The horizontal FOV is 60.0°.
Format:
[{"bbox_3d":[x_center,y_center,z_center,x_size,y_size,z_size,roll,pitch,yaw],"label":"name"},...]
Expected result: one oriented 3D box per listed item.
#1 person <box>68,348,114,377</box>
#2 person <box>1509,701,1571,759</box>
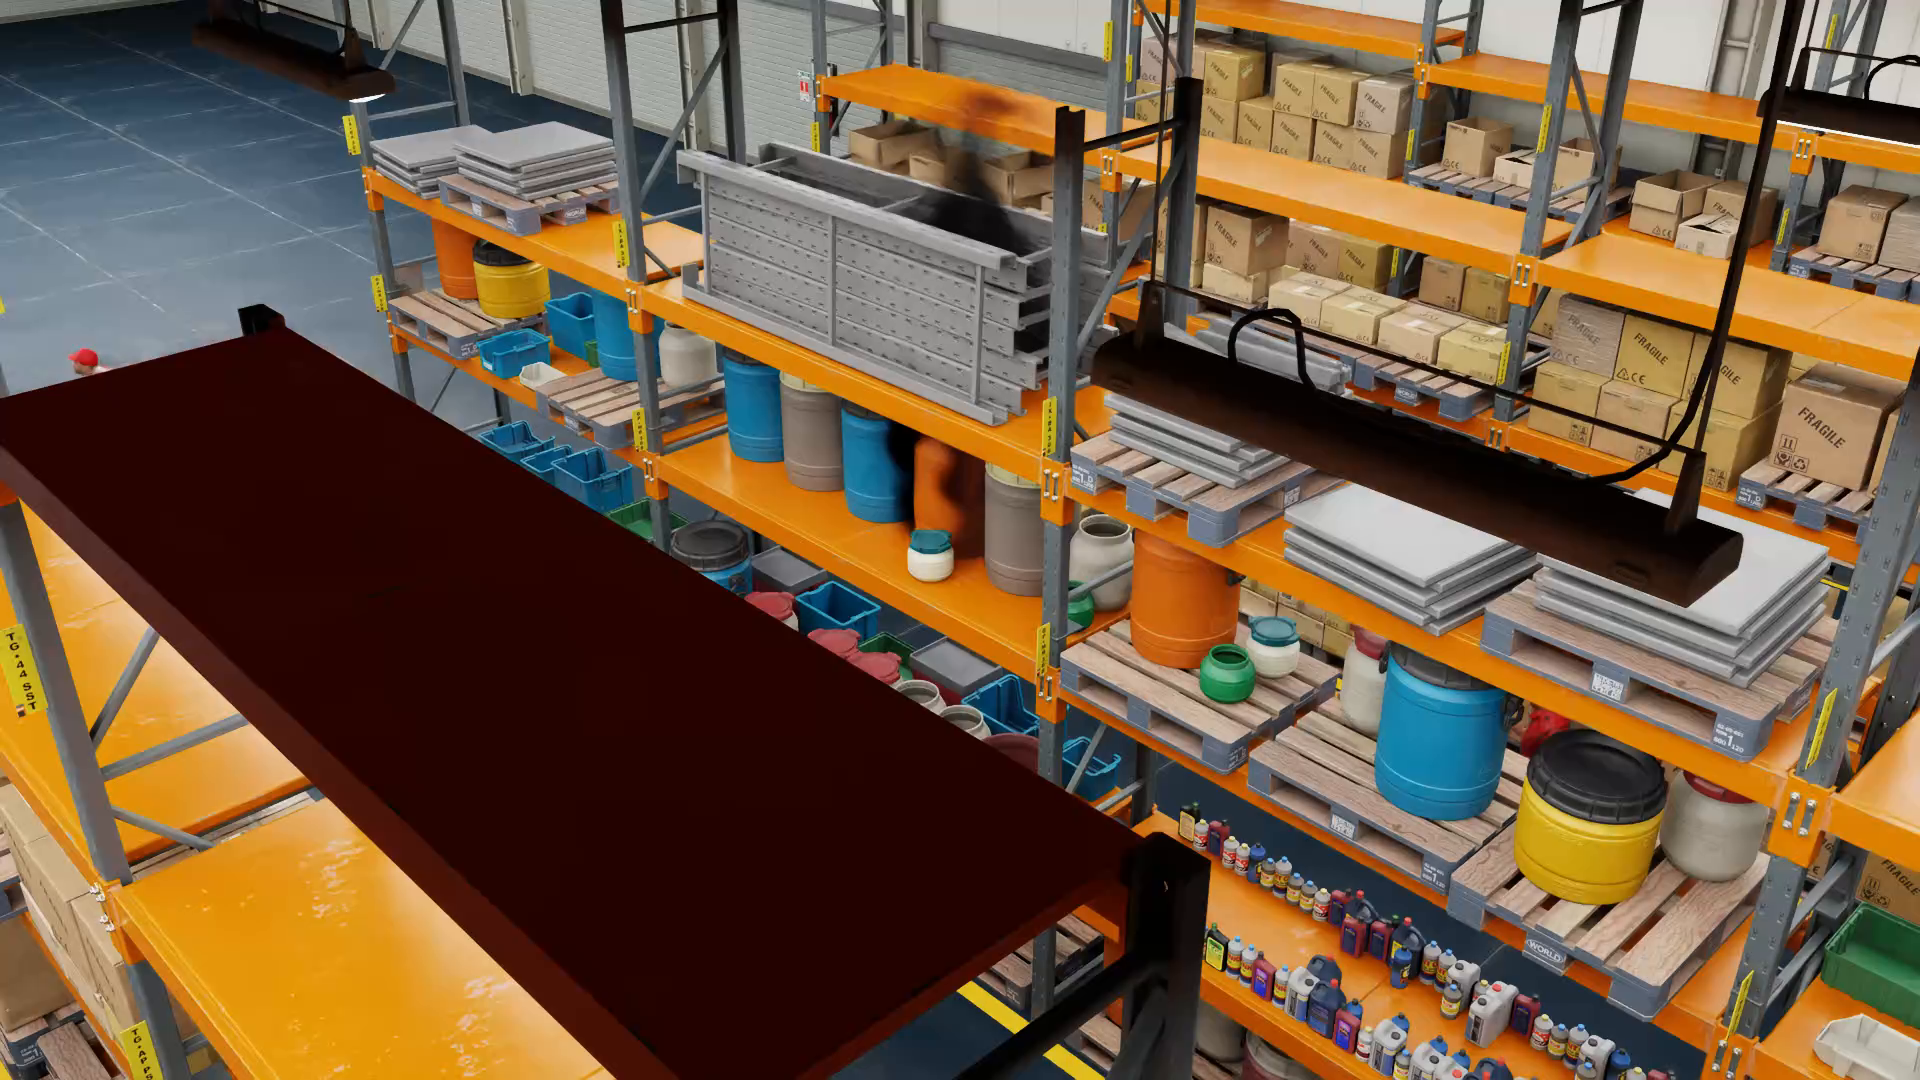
[{"bbox_3d":[-8.850,-1.196,17.267,0.638,1.732,0.660,-8,29,-15],"label":"person"},{"bbox_3d":[4.143,1.738,11.730,0.899,1.676,0.686,19,34,31],"label":"person"}]
